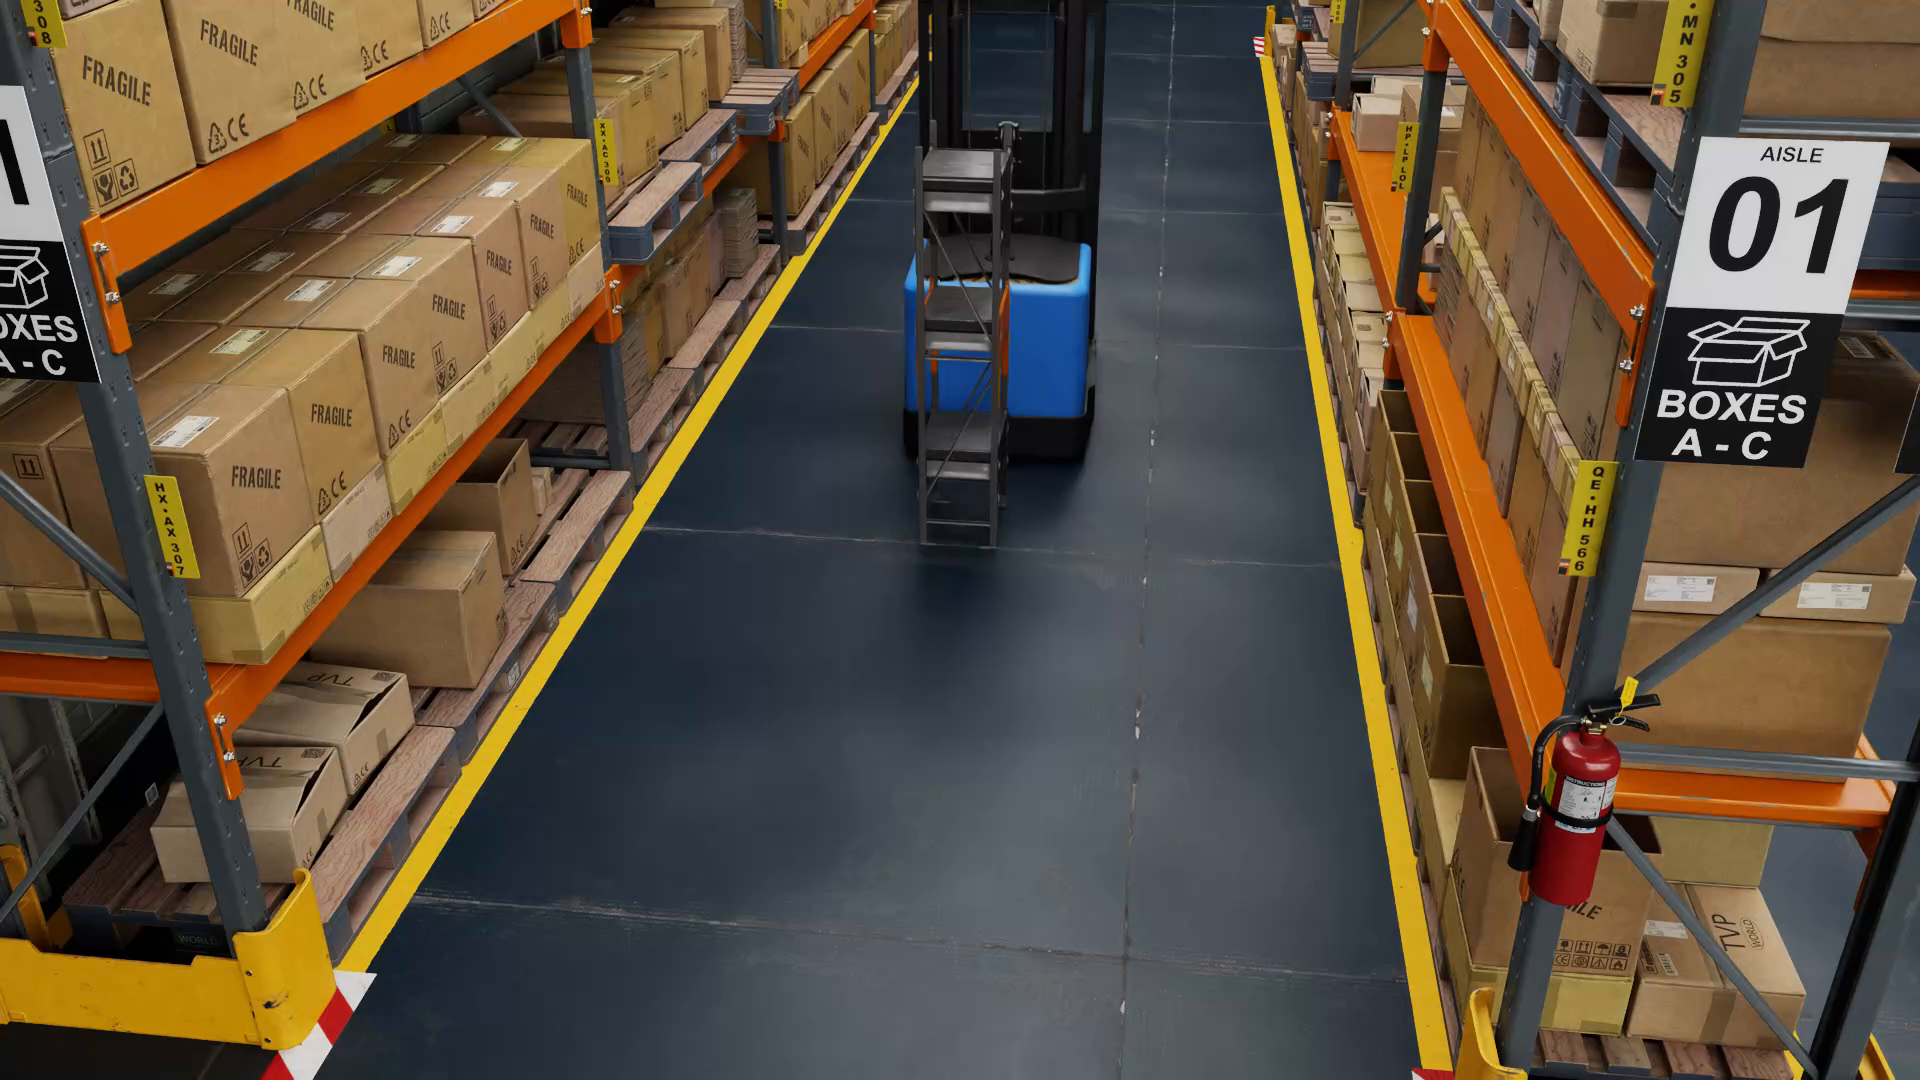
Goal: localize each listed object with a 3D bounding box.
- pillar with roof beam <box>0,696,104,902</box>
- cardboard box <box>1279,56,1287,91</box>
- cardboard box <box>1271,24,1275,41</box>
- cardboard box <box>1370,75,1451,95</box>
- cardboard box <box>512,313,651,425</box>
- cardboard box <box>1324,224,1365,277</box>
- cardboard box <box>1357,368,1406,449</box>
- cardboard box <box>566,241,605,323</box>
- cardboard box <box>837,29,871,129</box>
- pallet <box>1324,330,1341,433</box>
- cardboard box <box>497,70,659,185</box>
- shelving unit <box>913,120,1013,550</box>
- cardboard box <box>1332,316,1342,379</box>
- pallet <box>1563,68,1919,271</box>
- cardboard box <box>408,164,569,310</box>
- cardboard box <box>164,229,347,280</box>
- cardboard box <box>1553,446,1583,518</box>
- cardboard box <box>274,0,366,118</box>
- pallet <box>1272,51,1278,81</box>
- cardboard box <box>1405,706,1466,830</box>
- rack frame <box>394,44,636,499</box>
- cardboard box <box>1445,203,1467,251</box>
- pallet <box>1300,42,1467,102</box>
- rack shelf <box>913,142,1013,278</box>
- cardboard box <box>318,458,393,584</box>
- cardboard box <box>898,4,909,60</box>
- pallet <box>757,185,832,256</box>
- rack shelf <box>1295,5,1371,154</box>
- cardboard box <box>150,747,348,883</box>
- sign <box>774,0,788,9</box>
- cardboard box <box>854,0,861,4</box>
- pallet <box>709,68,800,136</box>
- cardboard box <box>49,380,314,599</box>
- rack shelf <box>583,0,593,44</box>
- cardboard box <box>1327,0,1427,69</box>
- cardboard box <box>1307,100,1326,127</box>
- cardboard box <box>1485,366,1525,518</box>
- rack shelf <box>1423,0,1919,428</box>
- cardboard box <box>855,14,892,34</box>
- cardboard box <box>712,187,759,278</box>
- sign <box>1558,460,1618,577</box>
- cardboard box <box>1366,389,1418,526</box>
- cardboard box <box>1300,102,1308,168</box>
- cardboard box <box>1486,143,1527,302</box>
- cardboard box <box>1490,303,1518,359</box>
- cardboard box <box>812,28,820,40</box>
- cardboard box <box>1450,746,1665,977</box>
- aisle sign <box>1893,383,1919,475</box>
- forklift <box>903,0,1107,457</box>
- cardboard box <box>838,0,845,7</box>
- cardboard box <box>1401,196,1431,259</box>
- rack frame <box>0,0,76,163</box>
[{"bbox_3d":[0.713,-2.456,3.822,9.100,9.000,0.400,3,28,6],"label":"pillar with roof beam"},{"bbox_3d":[3.480,-4.696,16.675,0.500,0.311,0.500,3,28,6],"label":"cardboard box"},{"bbox_3d":[3.698,-5.692,18.696,0.380,0.149,0.250,3,28,6],"label":"cardboard box"},{"bbox_3d":[3.022,-2.957,11.171,0.500,0.311,0.500,5,29,9],"label":"cardboard box"},{"bbox_3d":[-2.223,-1.009,9.632,0.700,0.500,0.500,4,29,8],"label":"cardboard box"},{"bbox_3d":[2.698,-1.909,10.996,0.500,0.311,0.500,3,28,5],"label":"cardboard box"},{"bbox_3d":[2.385,-0.711,8.772,0.500,0.311,0.500,3,28,6],"label":"cardboard box"},{"bbox_3d":[-2.054,-1.271,8.083,0.500,0.250,0.500,3,29,6],"label":"cardboard box"},{"bbox_3d":[-1.267,-4.259,15.317,0.750,0.750,0.750,4,29,7],"label":"cardboard box"},{"bbox_3d":[2.818,-0.980,10.346,1.003,0.211,1.213,3,28,6],"label":"pallet"},{"bbox_3d":[-2.125,-2.306,9.299,0.700,0.500,0.500,6,29,11],"label":"cardboard box"},{"bbox_3d":[0.020,-1.002,8.397,0.431,2.100,0.503,3,28,6],"label":"shelving unit"},{"bbox_3d":[2.573,-1.187,10.247,0.500,0.250,0.500,4,29,7],"label":"cardboard box"},{"bbox_3d":[2.242,-1.012,4.397,1.003,0.211,1.213,3,28,6],"label":"pallet"},{"bbox_3d":[-2.103,-1.366,7.469,0.500,0.500,0.500,3,28,6],"label":"cardboard box"},{"bbox_3d":[-2.748,-0.910,6.623,0.500,0.500,0.500,4,29,7],"label":"cardboard box"},{"bbox_3d":[2.049,-0.164,5.102,0.380,0.149,0.250,3,28,5],"label":"cardboard box"},{"bbox_3d":[-2.337,-1.697,5.449,0.500,0.500,0.500,5,29,9],"label":"cardboard box"},{"bbox_3d":[3.984,-5.292,18.351,1.003,0.211,1.213,3,28,6],"label":"pallet"},{"bbox_3d":[2.011,0.885,6.401,0.500,0.250,0.500,3,28,6],"label":"cardboard box"},{"bbox_3d":[-2.297,-1.569,8.499,1.000,3.000,0.127,3,28,6],"label":"rack frame"},{"bbox_3d":[2.364,-1.379,7.357,0.380,0.149,0.250,4,29,7],"label":"cardboard box"},{"bbox_3d":[3.123,-3.404,12.108,1.213,0.211,1.003,3,28,6],"label":"pallet"},{"bbox_3d":[0.020,-1.607,8.071,0.431,0.518,0.480,3,28,6],"label":"rack shelf"},{"bbox_3d":[-2.363,-0.085,5.882,0.500,0.250,0.500,2,28,5],"label":"cardboard box"},{"bbox_3d":[-0.935,-5.494,17.978,0.700,0.500,0.500,2,28,5],"label":"cardboard box"},{"bbox_3d":[-1.635,-2.590,13.336,1.003,0.211,1.213,3,28,6],"label":"pallet"},{"bbox_3d":[3.355,-3.790,13.381,1.077,0.370,4.000,3,28,6],"label":"rack shelf"},{"bbox_3d":[-2.613,0.984,6.132,0.500,0.311,0.500,0,28,0],"label":"cardboard box"},{"bbox_3d":[-1.267,-3.899,11.688,0.100,0.325,0.005,3,28,6],"label":"sign"},{"bbox_3d":[-1.085,-4.937,14.995,0.380,0.149,0.250,4,29,7],"label":"cardboard box"},{"bbox_3d":[-1.788,-3.025,11.405,1.213,0.211,1.003,3,28,6],"label":"pallet"},{"bbox_3d":[-2.430,-0.166,5.242,0.500,0.500,0.500,3,28,6],"label":"cardboard box"},{"bbox_3d":[-2.052,-3.514,9.705,1.077,0.370,4.000,3,28,6],"label":"rack shelf"},{"bbox_3d":[3.075,-3.697,11.902,0.700,0.500,0.500,-6,29,-11],"label":"cardboard box"},{"bbox_3d":[3.115,-3.551,13.560,0.500,0.250,0.500,3,28,5],"label":"cardboard box"},{"bbox_3d":[2.387,-0.391,6.208,0.700,0.500,0.500,4,29,8],"label":"cardboard box"},{"bbox_3d":[2.375,-1.345,5.679,1.077,0.370,4.000,3,28,6],"label":"rack shelf"},{"bbox_3d":[-0.900,-5.201,16.750,0.380,0.149,0.250,4,29,8],"label":"cardboard box"},{"bbox_3d":[-1.843,-2.203,11.848,0.700,0.500,0.500,4,29,7],"label":"cardboard box"},{"bbox_3d":[1.593,-0.052,4.213,0.100,0.325,0.005,3,28,6],"label":"sign"},{"bbox_3d":[2.252,-0.387,7.971,0.500,0.500,0.500,3,28,6],"label":"cardboard box"},{"bbox_3d":[3.176,-3.441,14.147,0.500,0.500,0.500,4,29,7],"label":"cardboard box"},{"bbox_3d":[2.449,-1.215,6.369,0.700,0.500,0.500,3,28,6],"label":"cardboard box"},{"bbox_3d":[2.208,-0.767,6.222,0.380,0.149,0.250,3,28,6],"label":"cardboard box"},{"bbox_3d":[-1.359,-4.214,13.653,0.380,0.149,0.250,4,29,6],"label":"cardboard box"},{"bbox_3d":[1.900,1.026,5.348,0.500,0.500,0.500,3,28,6],"label":"cardboard box"},{"bbox_3d":[2.426,-0.495,3.766,0.394,0.787,0.004,3,28,6],"label":"aisle sign"},{"bbox_3d":[0.324,-2.434,10.178,1.130,2.935,3.031,2,28,5],"label":"forklift"},{"bbox_3d":[-1.246,-4.809,14.074,0.500,0.500,0.500,3,29,6],"label":"cardboard box"},{"bbox_3d":[2.545,-1.648,8.788,0.396,0.266,0.258,3,28,5],"label":"cardboard box"},{"bbox_3d":[-2.787,-2.327,3.581,1.000,3.000,0.127,3,28,6],"label":"rack frame"}]
